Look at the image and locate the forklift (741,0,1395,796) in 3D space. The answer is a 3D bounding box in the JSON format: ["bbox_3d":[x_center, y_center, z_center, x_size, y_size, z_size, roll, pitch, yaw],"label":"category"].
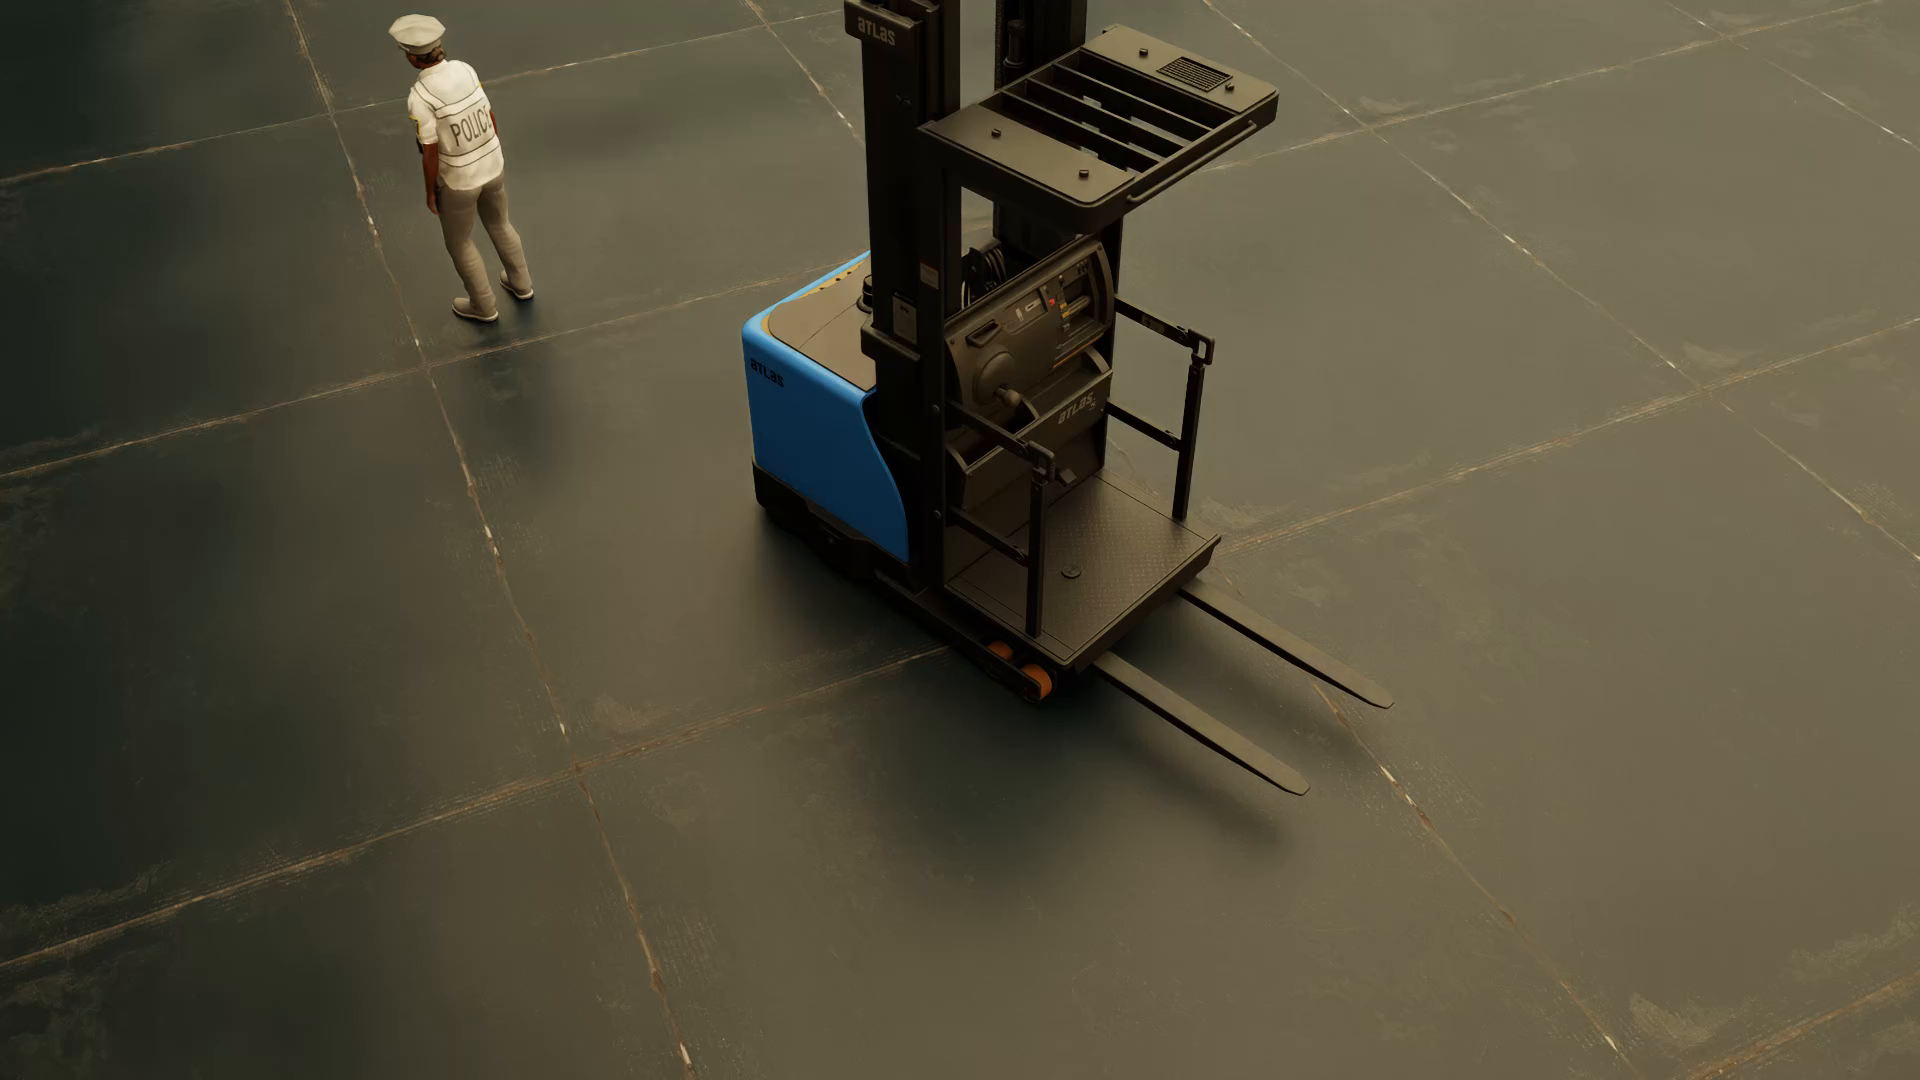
[{"bbox_3d":[0.445,-0.788,6.525,3.031,2.935,1.130,32,52,30],"label":"forklift"}]

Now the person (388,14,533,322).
[{"bbox_3d":[-2.577,-1.909,8.660,0.397,1.658,0.527,25,49,25],"label":"person"}]
